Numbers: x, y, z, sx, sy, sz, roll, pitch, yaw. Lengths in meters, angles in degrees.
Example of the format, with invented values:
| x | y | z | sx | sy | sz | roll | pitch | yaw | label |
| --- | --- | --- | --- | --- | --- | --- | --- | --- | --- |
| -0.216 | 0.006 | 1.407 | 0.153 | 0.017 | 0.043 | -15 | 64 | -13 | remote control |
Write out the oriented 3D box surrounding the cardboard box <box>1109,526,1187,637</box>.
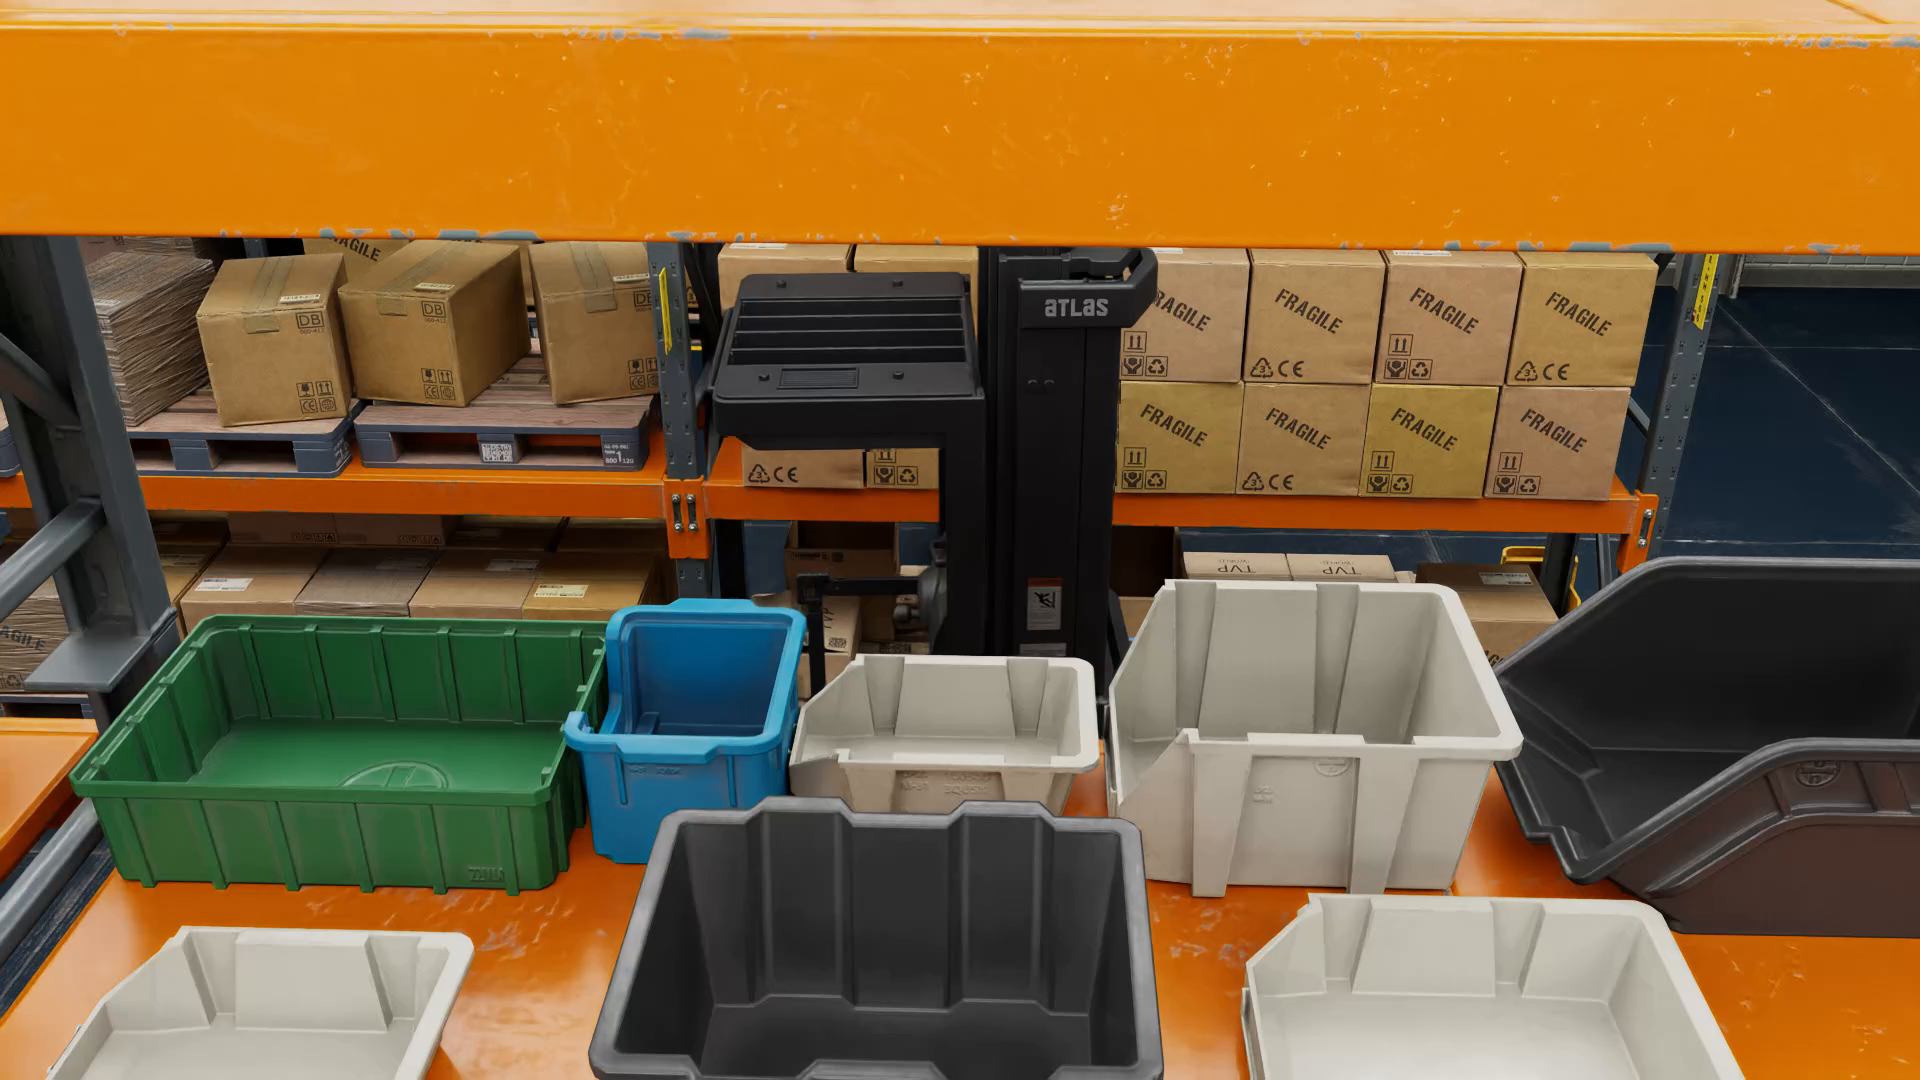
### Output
| x | y | z | sx | sy | sz | roll | pitch | yaw | label |
| --- | --- | --- | --- | --- | --- | --- | --- | --- | --- |
| 0.744 | 0.296 | 7.684 | 0.637 | 0.503 | 0.797 | 1 | 28 | 2 | cardboard box |

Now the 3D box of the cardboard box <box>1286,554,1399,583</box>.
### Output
| x | y | z | sx | sy | sz | roll | pitch | yaw | label |
| --- | --- | --- | --- | --- | --- | --- | --- | --- | --- |
| 1.831 | 0.296 | 7.956 | 0.500 | 0.250 | 0.500 | 1 | 28 | 2 | cardboard box |

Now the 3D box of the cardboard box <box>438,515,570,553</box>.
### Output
| x | y | z | sx | sy | sz | roll | pitch | yaw | label |
| --- | --- | --- | --- | --- | --- | --- | --- | --- | --- |
| -2.142 | 0.144 | 7.976 | 0.500 | 0.500 | 0.500 | 1 | 28 | 3 | cardboard box |

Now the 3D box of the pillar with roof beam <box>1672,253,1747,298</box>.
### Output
| x | y | z | sx | sy | sz | roll | pitch | yaw | label |
| --- | --- | --- | --- | --- | --- | --- | --- | --- | --- |
| 5.612 | -3.889 | 6.979 | 0.400 | 9.000 | 9.100 | 1 | 28 | 2 | pillar with roof beam |

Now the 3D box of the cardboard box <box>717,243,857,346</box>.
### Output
| x | y | z | sx | sy | sz | roll | pitch | yaw | label |
| --- | --- | --- | --- | --- | --- | --- | --- | --- | --- |
| -0.673 | -0.987 | 6.736 | 0.500 | 0.500 | 0.500 | 2 | 28 | 3 | cardboard box |

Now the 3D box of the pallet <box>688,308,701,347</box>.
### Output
| x | y | z | sx | sy | sz | roll | pitch | yaw | label |
| --- | --- | --- | --- | --- | --- | --- | --- | --- | --- |
| -1.736 | -1.705 | 12.241 | 1.213 | 0.211 | 1.003 | 1 | 28 | 2 | pallet |

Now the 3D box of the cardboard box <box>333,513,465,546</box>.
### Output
| x | y | z | sx | sy | sz | roll | pitch | yaw | label |
| --- | --- | --- | --- | --- | --- | --- | --- | --- | --- |
| -2.608 | -0.201 | 7.824 | 0.500 | 0.250 | 0.500 | 1 | 28 | 2 | cardboard box |

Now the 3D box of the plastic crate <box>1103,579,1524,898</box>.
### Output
| x | y | z | sx | sy | sz | roll | pitch | yaw | label |
| --- | --- | --- | --- | --- | --- | --- | --- | --- | --- |
| 0.481 | 0.290 | 2.425 | 0.530 | 0.282 | 0.437 | 1 | 28 | 2 | plastic crate |

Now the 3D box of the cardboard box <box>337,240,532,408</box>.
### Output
| x | y | z | sx | sy | sz | roll | pitch | yaw | label |
| --- | --- | --- | --- | --- | --- | --- | --- | --- | --- |
| -2.289 | -0.965 | 7.312 | 0.500 | 0.500 | 0.700 | 5 | 28 | 10 | cardboard box |

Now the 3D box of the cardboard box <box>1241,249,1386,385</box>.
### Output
| x | y | z | sx | sy | sz | roll | pitch | yaw | label |
| --- | --- | --- | --- | --- | --- | --- | --- | --- | --- |
| 1.386 | -0.954 | 6.672 | 0.500 | 0.500 | 0.500 | 2 | 28 | 3 | cardboard box |

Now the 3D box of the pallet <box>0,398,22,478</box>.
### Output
| x | y | z | sx | sy | sz | roll | pitch | yaw | label |
| --- | --- | --- | --- | --- | --- | --- | --- | --- | --- |
| -4.451 | -0.644 | 7.467 | 1.003 | 0.211 | 1.213 | 1 | 28 | 2 | pallet |

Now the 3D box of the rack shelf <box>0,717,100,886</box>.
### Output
| x | y | z | sx | sy | sz | roll | pitch | yaw | label |
| --- | --- | --- | --- | --- | --- | --- | --- | --- | --- |
| -3.311 | 0.637 | 2.411 | 4.000 | 0.370 | 1.077 | 1 | 28 | 2 | rack shelf |

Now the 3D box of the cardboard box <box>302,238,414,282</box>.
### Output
| x | y | z | sx | sy | sz | roll | pitch | yaw | label |
| --- | --- | --- | --- | --- | --- | --- | --- | --- | --- |
| -4.230 | -2.188 | 12.022 | 0.750 | 0.750 | 0.750 | 1 | 28 | 1 | cardboard box |

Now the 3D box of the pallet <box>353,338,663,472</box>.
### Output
| x | y | z | sx | sy | sz | roll | pitch | yaw | label |
| --- | --- | --- | --- | --- | --- | --- | --- | --- | --- |
| -1.928 | -0.620 | 7.423 | 1.213 | 0.211 | 1.003 | 1 | 28 | 2 | pallet |

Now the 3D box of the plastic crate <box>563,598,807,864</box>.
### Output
| x | y | z | sx | sy | sz | roll | pitch | yaw | label |
| --- | --- | --- | --- | --- | --- | --- | --- | --- | --- |
| -0.391 | 0.292 | 2.473 | 0.300 | 0.233 | 0.416 | 1 | 28 | 2 | plastic crate |

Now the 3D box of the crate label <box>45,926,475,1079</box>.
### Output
| x | y | z | sx | sy | sz | roll | pitch | yaw | label |
| --- | --- | --- | --- | --- | --- | --- | --- | --- | --- |
| -0.833 | 0.612 | 1.971 | 0.466 | 0.136 | 0.293 | 1 | 28 | 2 | crate label |

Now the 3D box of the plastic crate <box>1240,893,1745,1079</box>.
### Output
| x | y | z | sx | sy | sz | roll | pitch | yaw | label |
| --- | --- | --- | --- | --- | --- | --- | --- | --- | --- |
| 0.612 | 0.617 | 1.962 | 0.530 | 0.136 | 0.437 | 1 | 28 | 2 | plastic crate |

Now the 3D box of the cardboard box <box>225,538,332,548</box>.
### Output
| x | y | z | sx | sy | sz | roll | pitch | yaw | label |
| --- | --- | --- | --- | --- | --- | --- | --- | --- | --- |
| -3.146 | 0.123 | 8.014 | 0.500 | 0.500 | 0.500 | 0 | 28 | 0 | cardboard box |

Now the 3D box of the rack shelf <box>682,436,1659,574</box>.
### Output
| x | y | z | sx | sy | sz | roll | pitch | yaw | label |
| --- | --- | --- | --- | --- | --- | --- | --- | --- | --- |
| 0.865 | -0.290 | 7.362 | 4.000 | 0.370 | 1.077 | 1 | 28 | 2 | rack shelf |

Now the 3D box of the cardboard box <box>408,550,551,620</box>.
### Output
| x | y | z | sx | sy | sz | roll | pitch | yaw | label |
| --- | --- | --- | --- | --- | --- | --- | --- | --- | --- |
| -2.131 | 0.383 | 7.524 | 0.500 | 0.500 | 0.500 | 1 | 28 | 2 | cardboard box |

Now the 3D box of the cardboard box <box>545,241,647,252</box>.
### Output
| x | y | z | sx | sy | sz | roll | pitch | yaw | label |
| --- | --- | --- | --- | --- | --- | --- | --- | --- | --- |
| -2.505 | -2.159 | 11.966 | 0.750 | 0.750 | 0.750 | 2 | 28 | 3 | cardboard box |

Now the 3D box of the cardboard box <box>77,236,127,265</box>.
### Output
| x | y | z | sx | sy | sz | roll | pitch | yaw | label |
| --- | --- | --- | --- | --- | --- | --- | --- | --- | --- |
| -6.192 | -2.166 | 12.333 | 0.500 | 0.500 | 0.700 | 1 | 28 | 2 | cardboard box |

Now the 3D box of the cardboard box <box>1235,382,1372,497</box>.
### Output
| x | y | z | sx | sy | sz | roll | pitch | yaw | label |
| --- | --- | --- | --- | --- | --- | --- | --- | --- | --- |
| 1.390 | -0.517 | 6.915 | 0.500 | 0.500 | 0.500 | 1 | 28 | 2 | cardboard box |

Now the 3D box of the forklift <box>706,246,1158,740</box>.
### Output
| x | y | z | sx | sy | sz | roll | pitch | yaw | label |
| --- | --- | --- | --- | --- | --- | --- | --- | --- | --- |
| -0.259 | 0.257 | 5.637 | 3.031 | 2.935 | 1.130 | -1 | 28 | -2 | forklift |

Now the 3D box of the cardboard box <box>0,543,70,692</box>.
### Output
| x | y | z | sx | sy | sz | roll | pitch | yaw | label |
| --- | --- | --- | --- | --- | --- | --- | --- | --- | --- |
| -4.163 | 0.350 | 7.586 | 0.500 | 0.500 | 0.500 | 0 | 28 | 0 | cardboard box |

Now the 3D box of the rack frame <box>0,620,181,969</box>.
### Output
| x | y | z | sx | sy | sz | roll | pitch | yaw | label |
| --- | --- | --- | --- | --- | --- | --- | --- | --- | --- |
| -1.312 | 1.678 | 2.883 | 0.127 | 3.000 | 1.000 | 1 | 28 | 2 | rack frame |

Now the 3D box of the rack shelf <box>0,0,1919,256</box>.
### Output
| x | y | z | sx | sy | sz | roll | pitch | yaw | label |
| --- | --- | --- | --- | --- | --- | --- | --- | --- | --- |
| 0.687 | -0.445 | 1.677 | 4.000 | 0.370 | 1.077 | 1 | 28 | 2 | rack shelf |

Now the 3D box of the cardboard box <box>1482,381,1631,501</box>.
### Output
| x | y | z | sx | sy | sz | roll | pitch | yaw | label |
| --- | --- | --- | --- | --- | --- | --- | --- | --- | --- |
| 2.407 | -0.499 | 6.882 | 0.500 | 0.500 | 0.500 | 2 | 28 | 3 | cardboard box |

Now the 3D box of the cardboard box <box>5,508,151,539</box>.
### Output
| x | y | z | sx | sy | sz | roll | pitch | yaw | label |
| --- | --- | --- | --- | --- | --- | --- | --- | --- | --- |
| -4.132 | -0.224 | 7.868 | 0.500 | 0.250 | 0.500 | 2 | 28 | 4 | cardboard box |

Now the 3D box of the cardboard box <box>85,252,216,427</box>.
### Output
| x | y | z | sx | sy | sz | roll | pitch | yaw | label |
| --- | --- | --- | --- | --- | --- | --- | --- | --- | --- |
| -3.590 | -0.875 | 7.142 | 0.500 | 0.500 | 0.700 | 6 | 29 | 11 | cardboard box |

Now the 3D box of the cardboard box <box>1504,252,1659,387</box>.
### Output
| x | y | z | sx | sy | sz | roll | pitch | yaw | label |
| --- | --- | --- | --- | --- | --- | --- | --- | --- | --- |
| 2.409 | -0.939 | 6.645 | 0.500 | 0.500 | 0.500 | 1 | 28 | 1 | cardboard box |

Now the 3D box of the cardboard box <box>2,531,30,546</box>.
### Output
| x | y | z | sx | sy | sz | roll | pitch | yaw | label |
| --- | --- | --- | --- | --- | --- | --- | --- | --- | --- |
| -4.188 | 0.109 | 8.042 | 0.500 | 0.500 | 0.500 | 2 | 28 | 4 | cardboard box |

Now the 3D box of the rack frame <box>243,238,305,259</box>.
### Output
| x | y | z | sx | sy | sz | roll | pitch | yaw | label |
| --- | --- | --- | --- | --- | --- | --- | --- | --- | --- |
| -4.960 | -3.026 | 11.755 | 0.127 | 3.000 | 1.000 | 1 | 28 | 2 | rack frame |

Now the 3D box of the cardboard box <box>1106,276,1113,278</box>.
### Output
| x | y | z | sx | sy | sz | roll | pitch | yaw | label |
| --- | --- | --- | --- | --- | --- | --- | --- | --- | --- |
| 0.357 | -0.970 | 6.703 | 0.500 | 0.500 | 0.500 | 0 | 28 | 0 | cardboard box |

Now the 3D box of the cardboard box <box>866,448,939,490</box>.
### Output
| x | y | z | sx | sy | sz | roll | pitch | yaw | label |
| --- | --- | --- | --- | --- | --- | --- | --- | --- | --- |
| -0.122 | -0.542 | 6.963 | 0.500 | 0.500 | 0.500 | 1 | 28 | 3 | cardboard box |

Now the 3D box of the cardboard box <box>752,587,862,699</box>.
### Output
| x | y | z | sx | sy | sz | roll | pitch | yaw | label |
| --- | --- | --- | --- | --- | --- | --- | --- | --- | --- |
| -0.722 | 0.461 | 7.579 | 0.500 | 0.311 | 0.500 | 1 | 28 | 2 | cardboard box |

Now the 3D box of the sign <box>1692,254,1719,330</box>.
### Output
| x | y | z | sx | sy | sz | roll | pitch | yaw | label |
| --- | --- | --- | --- | --- | --- | --- | --- | --- | --- |
| 2.824 | -0.966 | 6.297 | 0.005 | 0.325 | 0.100 | 1 | 28 | 2 | sign |

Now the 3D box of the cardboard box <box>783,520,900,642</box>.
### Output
| x | y | z | sx | sy | sz | roll | pitch | yaw | label |
| --- | --- | --- | --- | --- | --- | --- | --- | --- | --- |
| -0.554 | 0.146 | 7.971 | 0.500 | 0.500 | 0.500 | 1 | 28 | 2 | cardboard box |

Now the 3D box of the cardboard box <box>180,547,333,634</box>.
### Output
| x | y | z | sx | sy | sz | roll | pitch | yaw | label |
| --- | --- | --- | --- | --- | --- | --- | --- | --- | --- |
| -3.140 | 0.367 | 7.554 | 0.500 | 0.500 | 0.500 | 0 | 28 | 0 | cardboard box |
